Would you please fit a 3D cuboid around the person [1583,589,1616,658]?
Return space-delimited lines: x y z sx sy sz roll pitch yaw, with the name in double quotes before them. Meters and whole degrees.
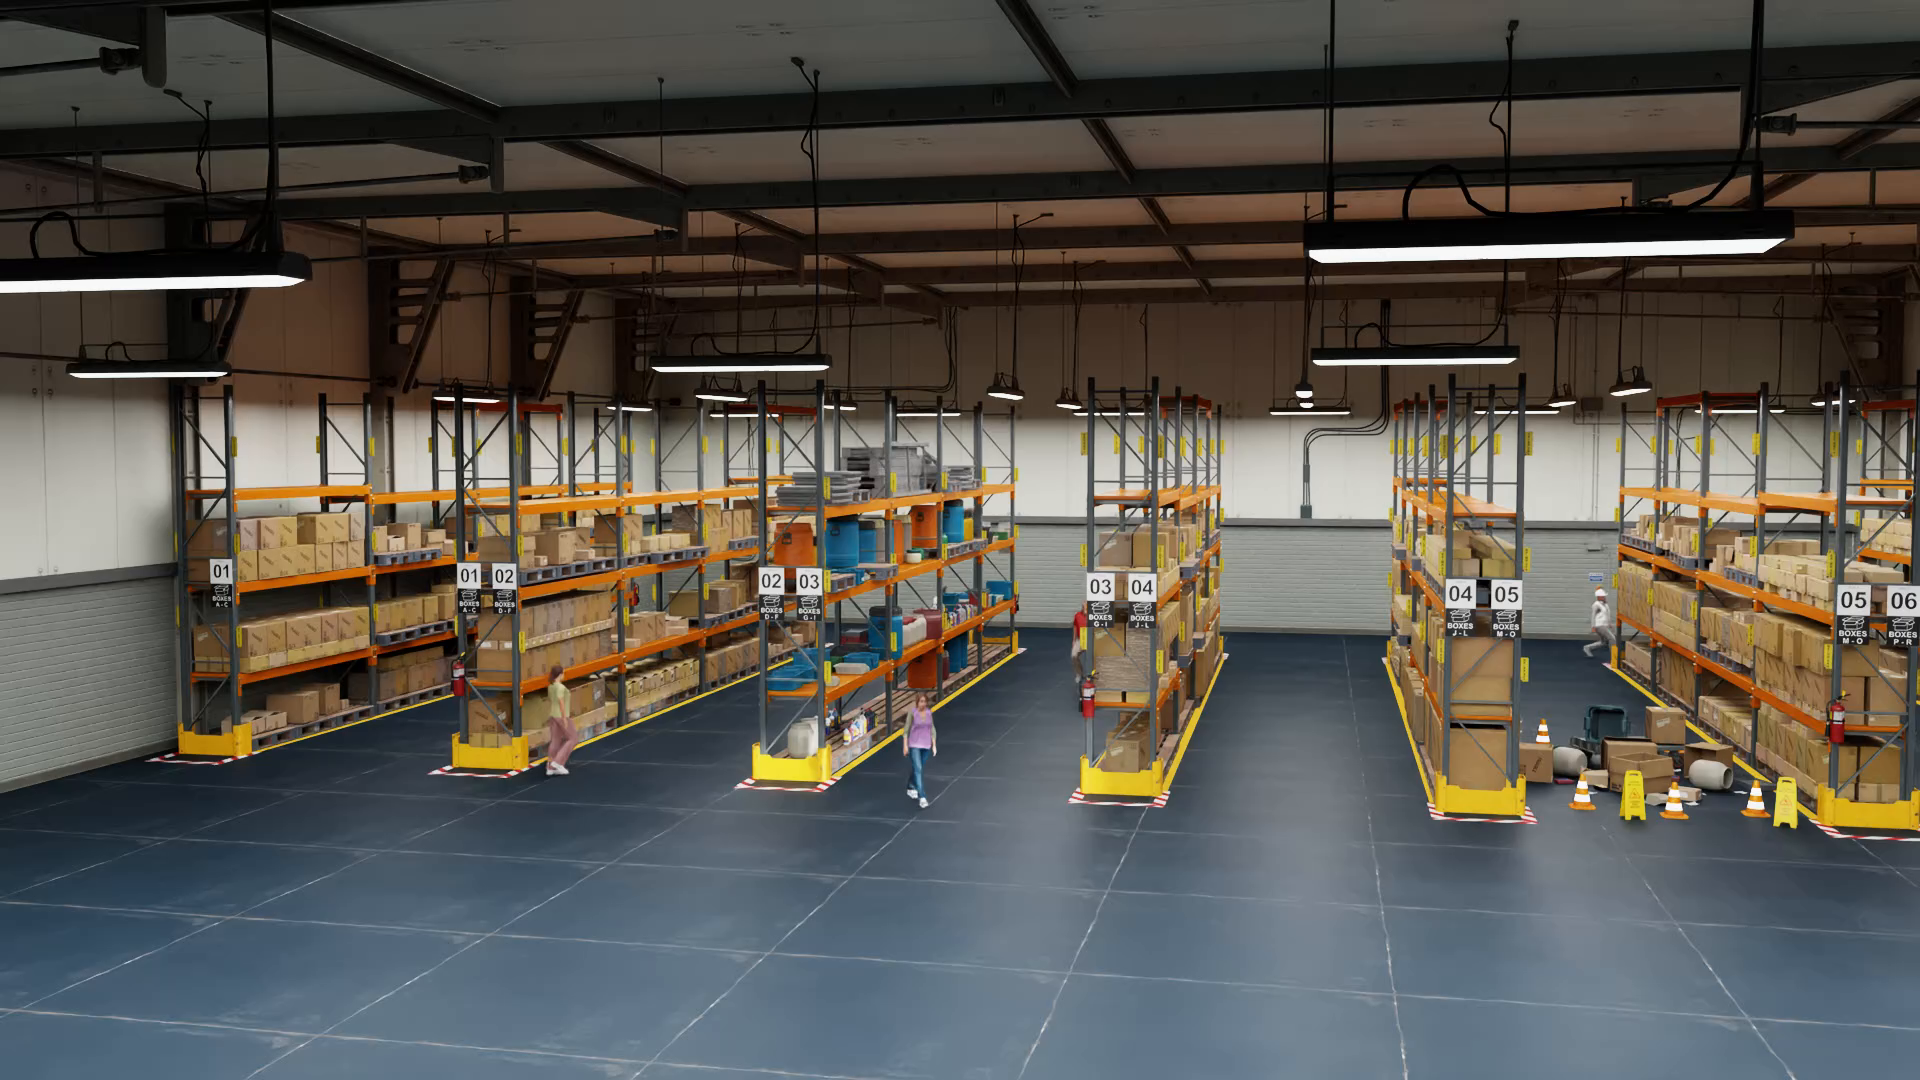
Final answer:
"person" 15.119 1.987 39.048 0.989 1.668 0.529 3 4 42

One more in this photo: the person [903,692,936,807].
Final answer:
"person" -0.557 2.899 23.298 0.450 1.544 0.918 -2 4 -34

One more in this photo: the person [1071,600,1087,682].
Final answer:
"person" 2.553 2.036 33.770 0.602 1.651 0.631 1 3 22

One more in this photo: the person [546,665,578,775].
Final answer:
"person" -6.120 2.740 25.382 0.458 1.653 0.567 -3 4 -42

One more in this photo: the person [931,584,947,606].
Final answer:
"person" -0.438 1.820 38.462 0.527 1.661 0.413 -2 4 -34
